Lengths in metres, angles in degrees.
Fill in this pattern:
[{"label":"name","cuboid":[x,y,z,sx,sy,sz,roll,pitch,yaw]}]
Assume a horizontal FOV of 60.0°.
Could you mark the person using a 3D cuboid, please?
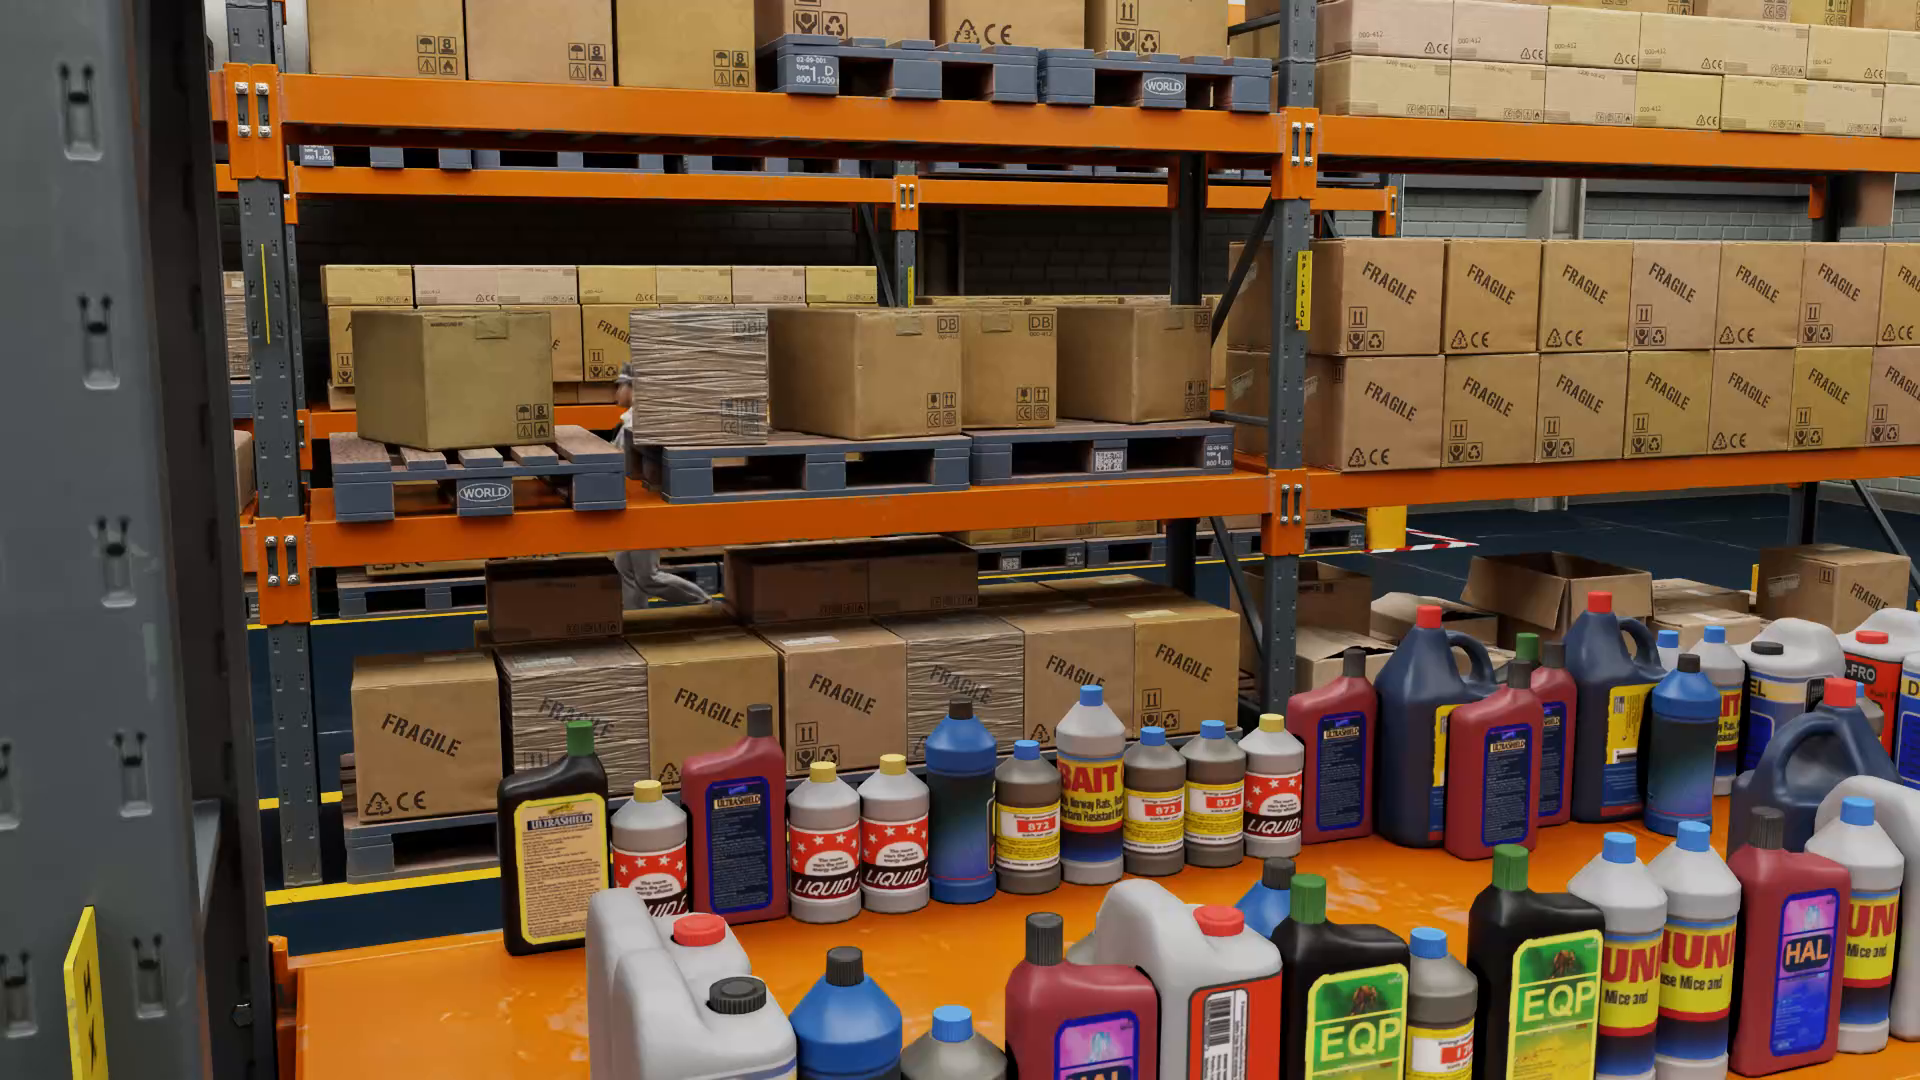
[{"label":"person","cuboid":[-1.733,-0.186,9.397,0.671,1.659,0.498,-1,9,-6]}]
